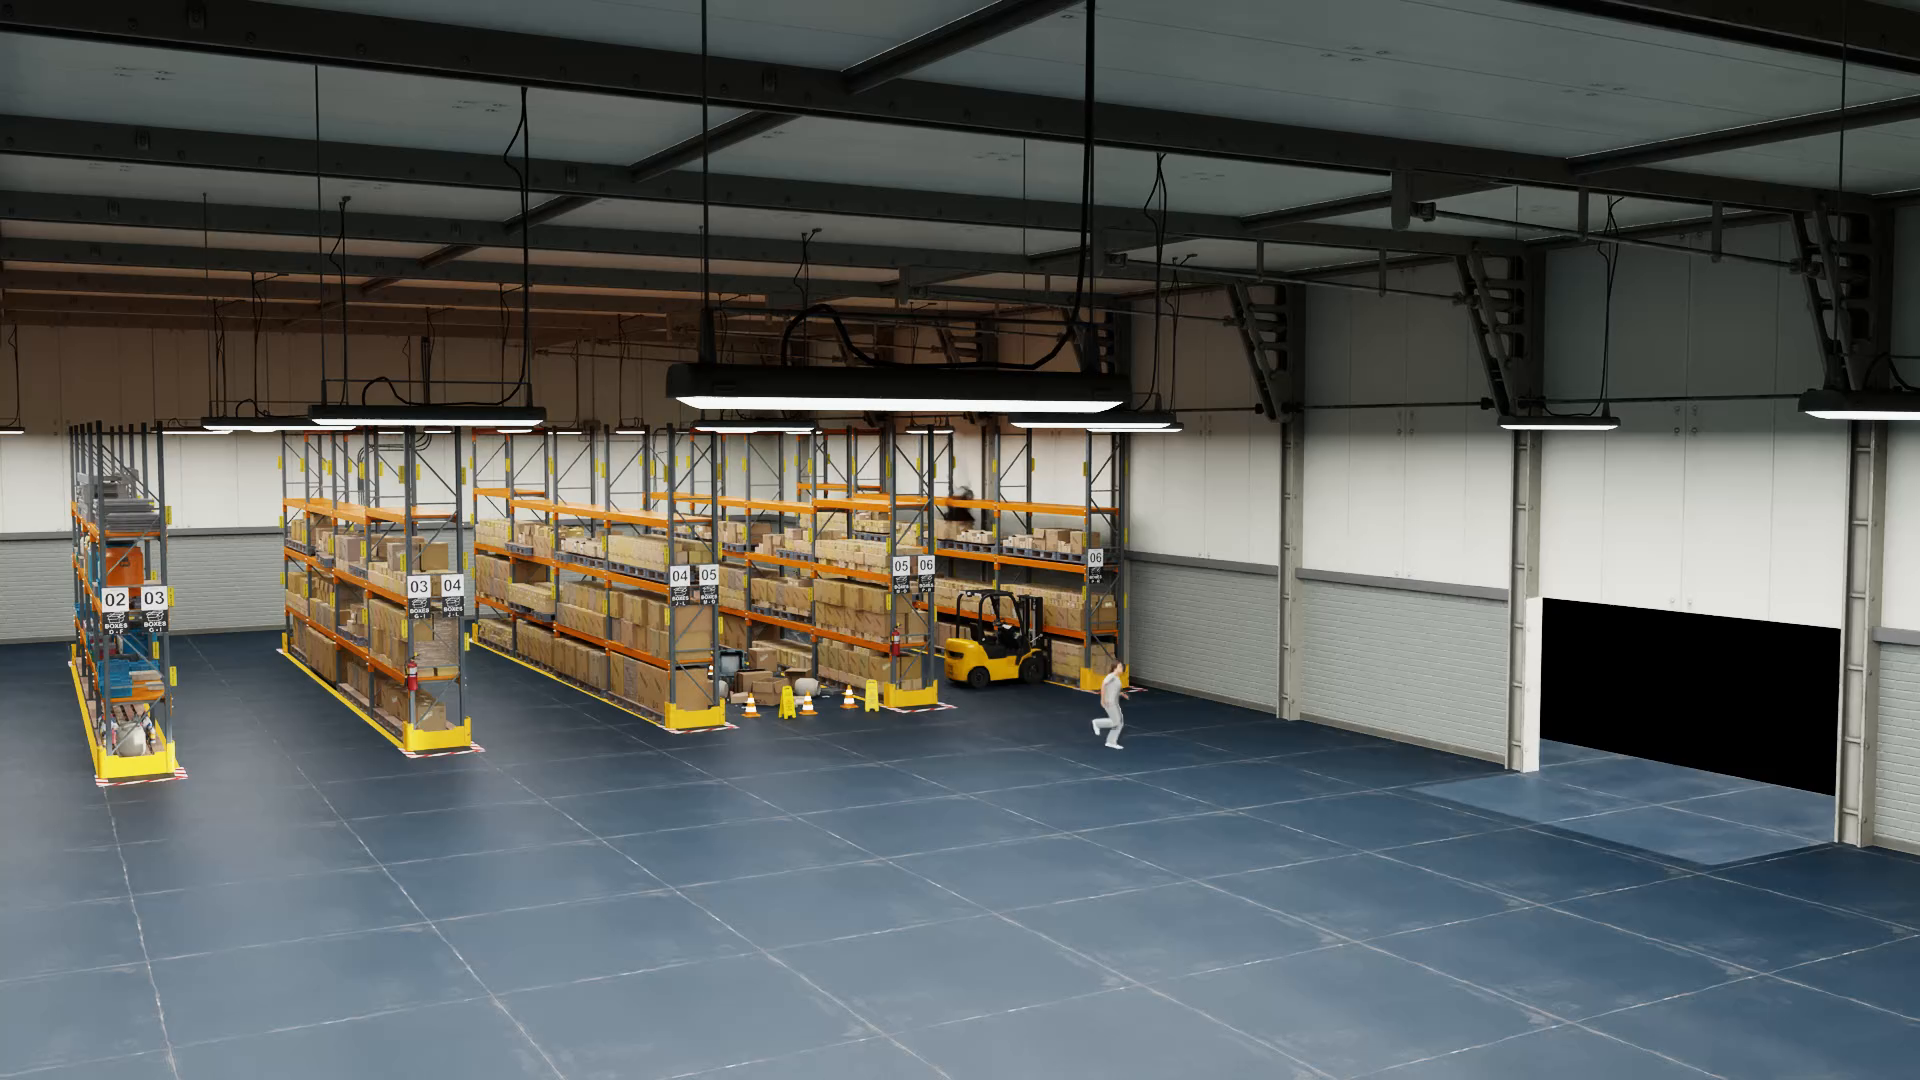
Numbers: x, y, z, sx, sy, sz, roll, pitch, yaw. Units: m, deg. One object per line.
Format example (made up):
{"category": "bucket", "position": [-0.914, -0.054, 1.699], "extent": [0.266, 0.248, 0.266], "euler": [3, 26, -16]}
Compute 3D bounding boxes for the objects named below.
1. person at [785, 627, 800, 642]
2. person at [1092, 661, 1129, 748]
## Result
{"category": "person", "position": [-4.542, 2.188, 44.624], "extent": [0.539, 1.559, 0.625], "euler": [-3, 5, -41]}
{"category": "person", "position": [2.780, 3.040, 30.717], "extent": [0.672, 1.616, 0.597], "euler": [2, 4, 26]}
